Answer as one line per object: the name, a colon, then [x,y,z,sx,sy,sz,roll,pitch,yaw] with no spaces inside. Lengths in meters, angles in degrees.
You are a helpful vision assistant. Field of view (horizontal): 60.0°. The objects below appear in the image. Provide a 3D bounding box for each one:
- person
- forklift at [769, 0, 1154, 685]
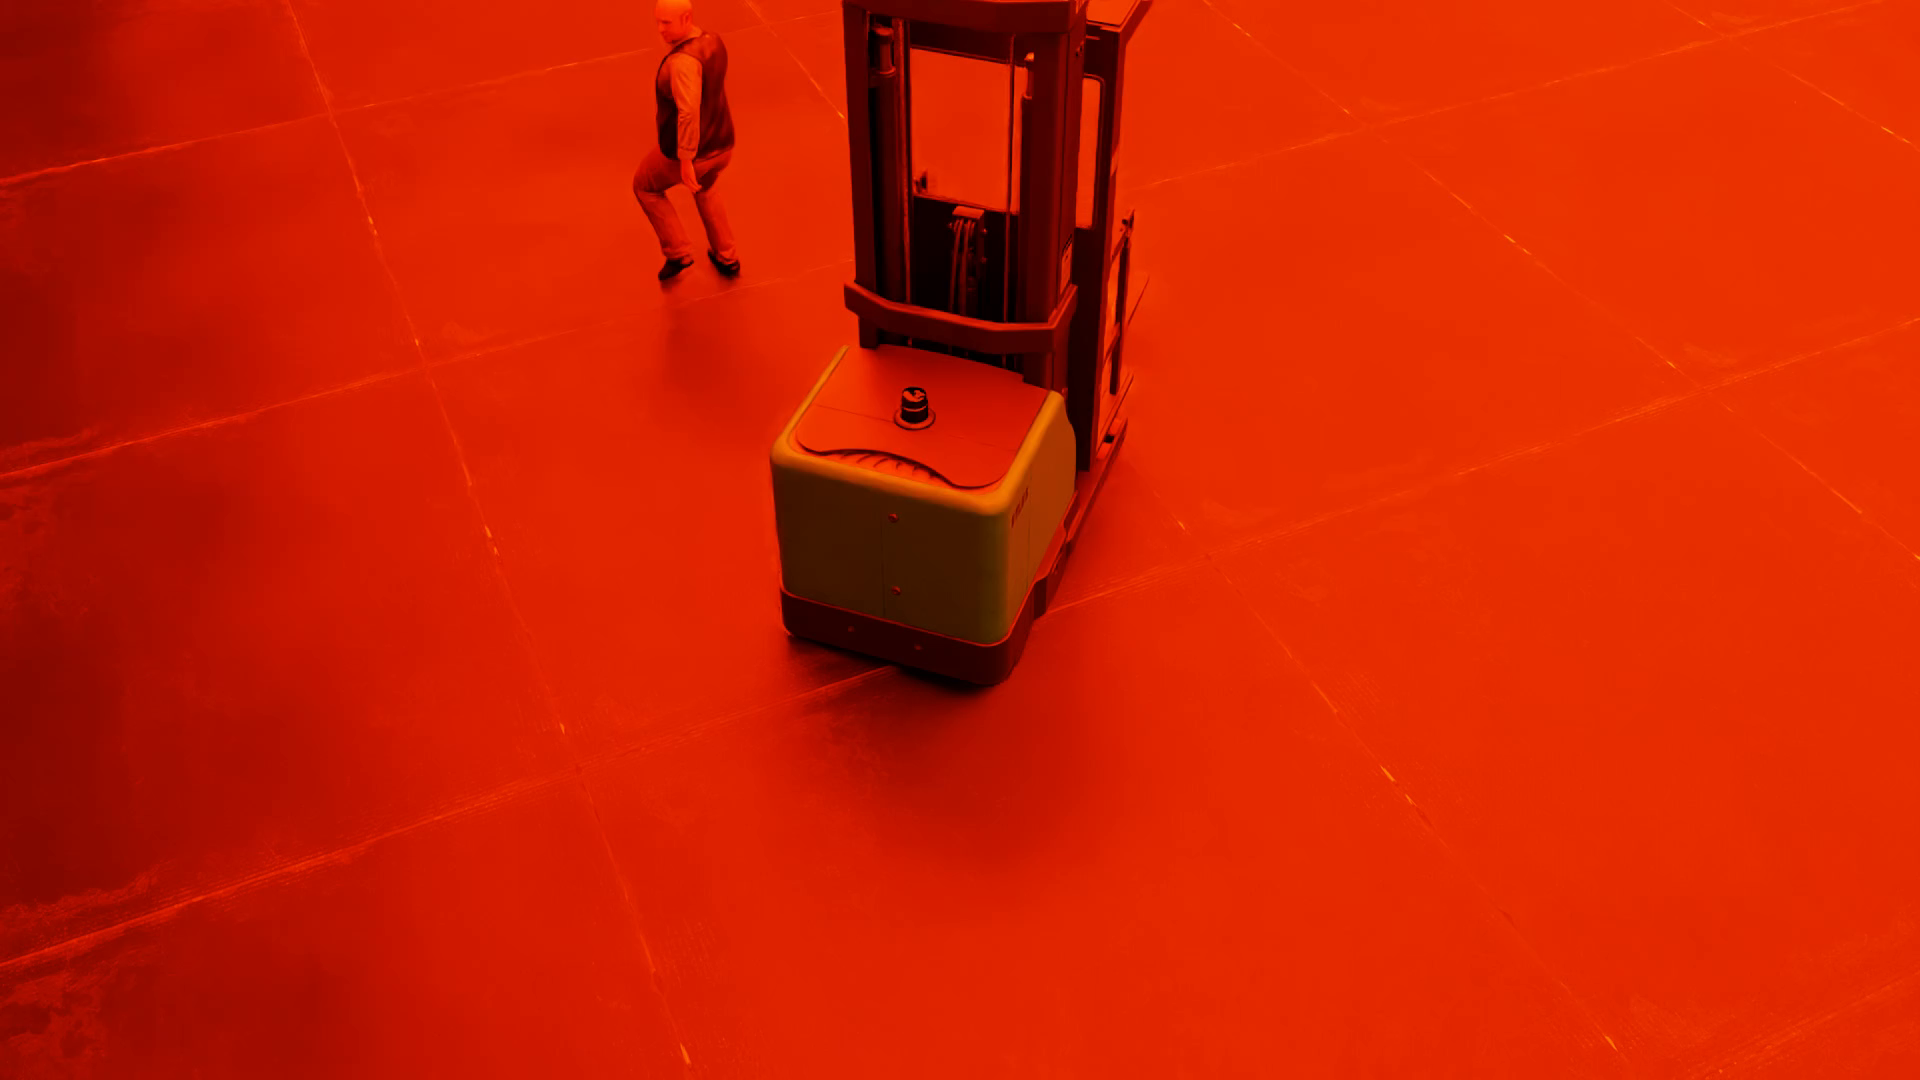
person: [-1.447,-2.122,8.916,0.707,1.669,0.699,26,49,25]
forklift: [0.195,-1.475,7.261,1.130,2.935,3.031,14,45,14]
